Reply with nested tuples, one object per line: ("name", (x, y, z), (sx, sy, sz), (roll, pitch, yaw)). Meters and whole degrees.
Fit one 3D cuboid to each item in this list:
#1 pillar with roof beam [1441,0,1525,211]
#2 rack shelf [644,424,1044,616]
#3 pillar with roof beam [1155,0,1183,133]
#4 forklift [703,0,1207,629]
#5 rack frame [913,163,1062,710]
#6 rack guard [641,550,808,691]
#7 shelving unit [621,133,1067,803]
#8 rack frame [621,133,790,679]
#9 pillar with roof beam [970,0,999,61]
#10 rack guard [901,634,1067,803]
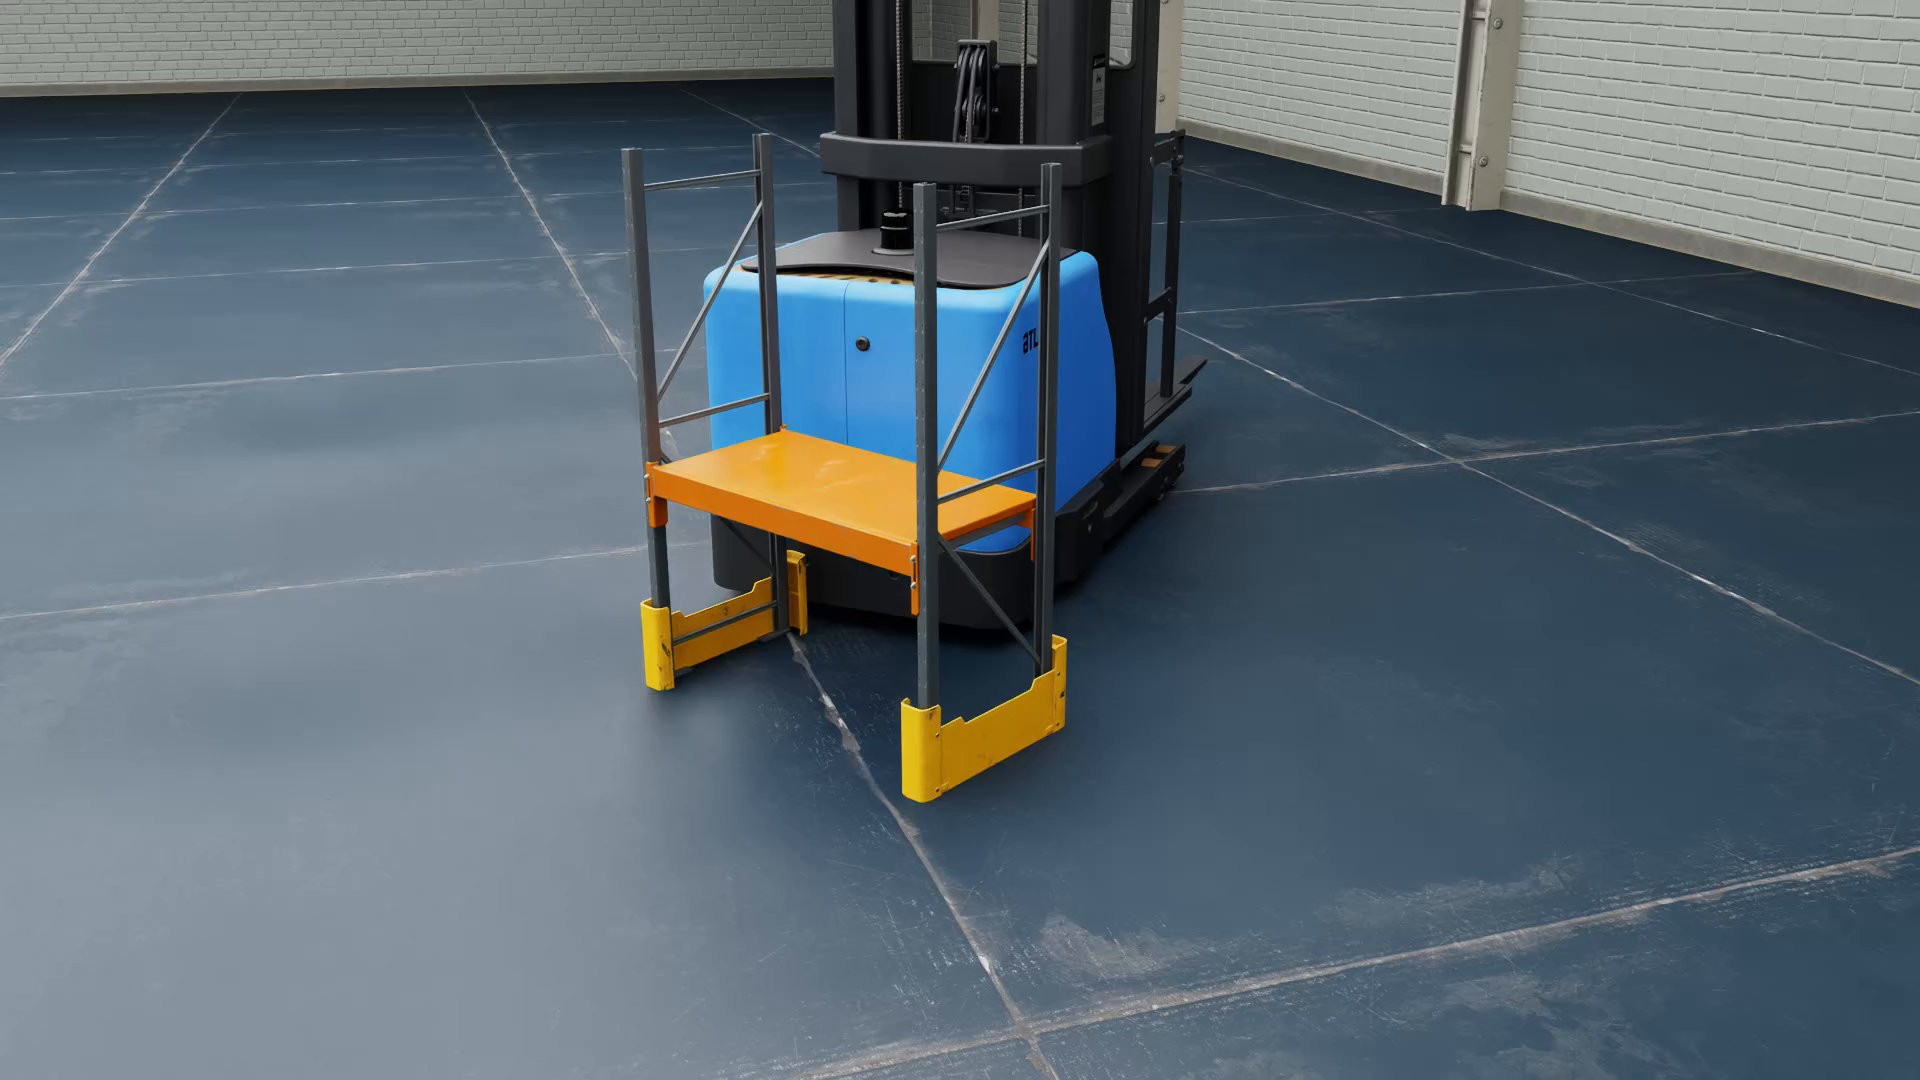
("pillar with roof beam", (0.036, -6.468, 10.611), (9.100, 9.000, 0.400), (-6, 21, -17))
("rack shelf", (-0.314, -0.081, 4.454), (1.000, 0.185, 0.538), (16, 25, 38))
("pillar with roof beam", (-1.850, -8.393, 15.972), (9.100, 9.000, 0.400), (-6, 21, -17))
("forklift", (0.237, -1.574, 5.963), (1.130, 2.935, 3.031), (8, 21, 21))
("rack frame", (0.071, -0.138, 4.081), (0.032, 1.500, 0.500), (16, 25, 38))
("rack guard", (-0.684, 0.230, 4.905), (0.087, 0.250, 0.587), (16, 25, 38))
("shelving unit", (-0.307, -0.248, 4.388), (1.083, 1.500, 0.587), (16, 25, 38))
("rack frame", (-0.699, -0.362, 4.706), (0.032, 1.500, 0.500), (16, 25, 38))
("pillar with roof beam", (-3.735, -10.319, 21.332), (9.100, 9.000, 0.400), (-6, 21, -17))
("rack guard", (0.070, 0.450, 4.293), (0.087, 0.250, 0.587), (16, 25, 38))
